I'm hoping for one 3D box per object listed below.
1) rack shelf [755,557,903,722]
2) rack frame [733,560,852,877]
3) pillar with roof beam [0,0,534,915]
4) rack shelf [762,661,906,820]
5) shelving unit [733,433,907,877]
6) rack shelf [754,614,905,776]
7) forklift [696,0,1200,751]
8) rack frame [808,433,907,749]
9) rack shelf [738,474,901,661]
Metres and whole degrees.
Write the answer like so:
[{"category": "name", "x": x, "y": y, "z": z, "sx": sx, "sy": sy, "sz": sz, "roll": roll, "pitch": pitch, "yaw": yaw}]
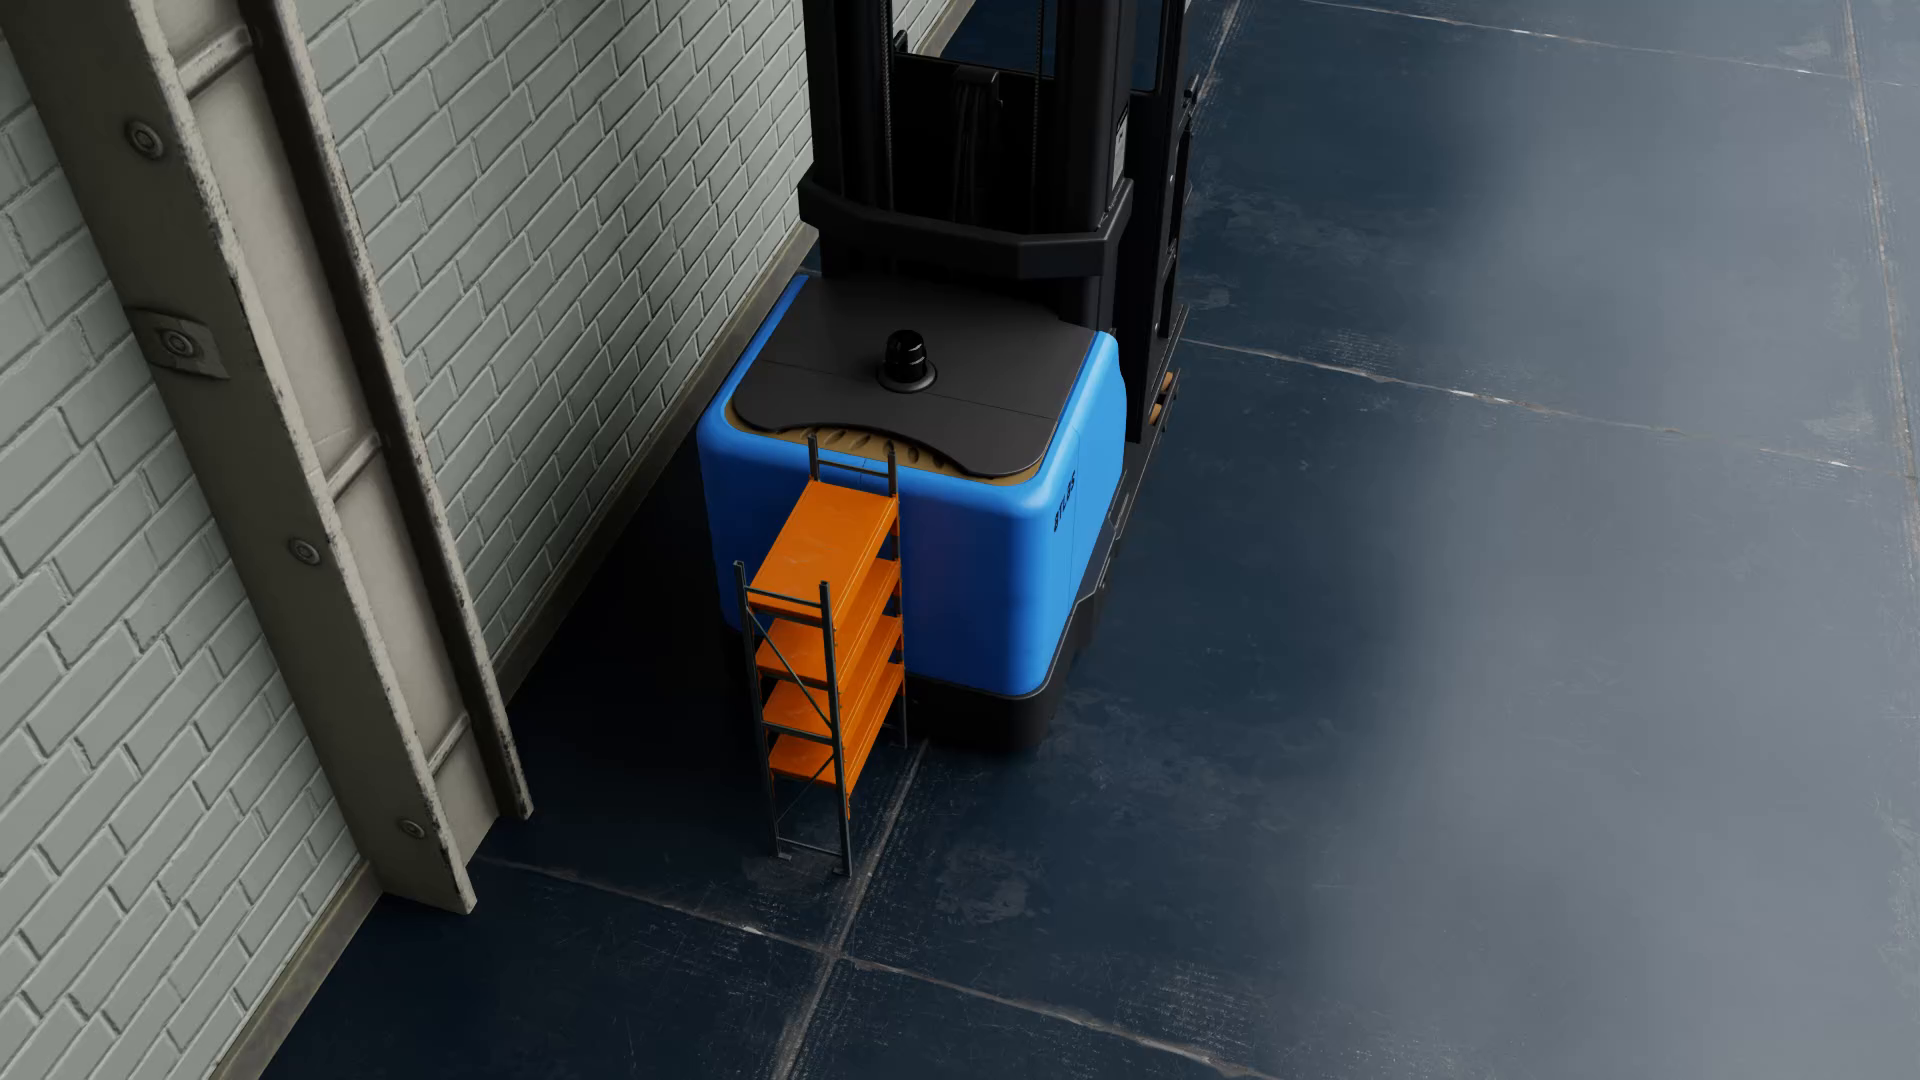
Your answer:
[{"category": "rack shelf", "x": -0.352, "y": 0.233, "z": 4.430, "sx": 0.258, "sy": 0.148, "sz": 0.480, "roll": 13, "pitch": 46, "yaw": 12}, {"category": "rack frame", "x": -0.426, "y": 0.508, "z": 4.373, "sx": 0.240, "sy": 1.200, "sz": 0.015, "roll": 13, "pitch": 46, "yaw": 12}, {"category": "pillar with roof beam", "x": 2.634, "y": -1.414, "z": 0.761, "sx": 9.100, "sy": 9.000, "sz": 0.400, "roll": 13, "pitch": 46, "yaw": 13}, {"category": "rack shelf", "x": -0.352, "y": 0.535, "z": 4.726, "sx": 0.258, "sy": 0.148, "sz": 0.480, "roll": 13, "pitch": 46, "yaw": 12}, {"category": "shelving unit", "x": -0.352, "y": 0.345, "z": 4.540, "sx": 0.258, "sy": 1.200, "sz": 0.503, "roll": 13, "pitch": 46, "yaw": 12}, {"category": "rack shelf", "x": -0.352, "y": 0.393, "z": 4.587, "sx": 0.258, "sy": 0.148, "sz": 0.480, "roll": 13, "pitch": 46, "yaw": 12}, {"category": "forklift", "x": 0.189, "y": -1.462, "z": 5.149, "sx": 1.130, "sy": 2.935, "sz": 3.031, "roll": 13, "pitch": 46, "yaw": 13}, {"category": "rack frame", "x": -0.279, "y": 0.182, "z": 4.706, "sx": 0.240, "sy": 1.200, "sz": 0.015, "roll": 13, "pitch": 46, "yaw": 12}, {"category": "rack shelf", "x": -0.352, "y": 0.064, "z": 4.265, "sx": 0.258, "sy": 0.148, "sz": 0.480, "roll": 13, "pitch": 46, "yaw": 12}]
